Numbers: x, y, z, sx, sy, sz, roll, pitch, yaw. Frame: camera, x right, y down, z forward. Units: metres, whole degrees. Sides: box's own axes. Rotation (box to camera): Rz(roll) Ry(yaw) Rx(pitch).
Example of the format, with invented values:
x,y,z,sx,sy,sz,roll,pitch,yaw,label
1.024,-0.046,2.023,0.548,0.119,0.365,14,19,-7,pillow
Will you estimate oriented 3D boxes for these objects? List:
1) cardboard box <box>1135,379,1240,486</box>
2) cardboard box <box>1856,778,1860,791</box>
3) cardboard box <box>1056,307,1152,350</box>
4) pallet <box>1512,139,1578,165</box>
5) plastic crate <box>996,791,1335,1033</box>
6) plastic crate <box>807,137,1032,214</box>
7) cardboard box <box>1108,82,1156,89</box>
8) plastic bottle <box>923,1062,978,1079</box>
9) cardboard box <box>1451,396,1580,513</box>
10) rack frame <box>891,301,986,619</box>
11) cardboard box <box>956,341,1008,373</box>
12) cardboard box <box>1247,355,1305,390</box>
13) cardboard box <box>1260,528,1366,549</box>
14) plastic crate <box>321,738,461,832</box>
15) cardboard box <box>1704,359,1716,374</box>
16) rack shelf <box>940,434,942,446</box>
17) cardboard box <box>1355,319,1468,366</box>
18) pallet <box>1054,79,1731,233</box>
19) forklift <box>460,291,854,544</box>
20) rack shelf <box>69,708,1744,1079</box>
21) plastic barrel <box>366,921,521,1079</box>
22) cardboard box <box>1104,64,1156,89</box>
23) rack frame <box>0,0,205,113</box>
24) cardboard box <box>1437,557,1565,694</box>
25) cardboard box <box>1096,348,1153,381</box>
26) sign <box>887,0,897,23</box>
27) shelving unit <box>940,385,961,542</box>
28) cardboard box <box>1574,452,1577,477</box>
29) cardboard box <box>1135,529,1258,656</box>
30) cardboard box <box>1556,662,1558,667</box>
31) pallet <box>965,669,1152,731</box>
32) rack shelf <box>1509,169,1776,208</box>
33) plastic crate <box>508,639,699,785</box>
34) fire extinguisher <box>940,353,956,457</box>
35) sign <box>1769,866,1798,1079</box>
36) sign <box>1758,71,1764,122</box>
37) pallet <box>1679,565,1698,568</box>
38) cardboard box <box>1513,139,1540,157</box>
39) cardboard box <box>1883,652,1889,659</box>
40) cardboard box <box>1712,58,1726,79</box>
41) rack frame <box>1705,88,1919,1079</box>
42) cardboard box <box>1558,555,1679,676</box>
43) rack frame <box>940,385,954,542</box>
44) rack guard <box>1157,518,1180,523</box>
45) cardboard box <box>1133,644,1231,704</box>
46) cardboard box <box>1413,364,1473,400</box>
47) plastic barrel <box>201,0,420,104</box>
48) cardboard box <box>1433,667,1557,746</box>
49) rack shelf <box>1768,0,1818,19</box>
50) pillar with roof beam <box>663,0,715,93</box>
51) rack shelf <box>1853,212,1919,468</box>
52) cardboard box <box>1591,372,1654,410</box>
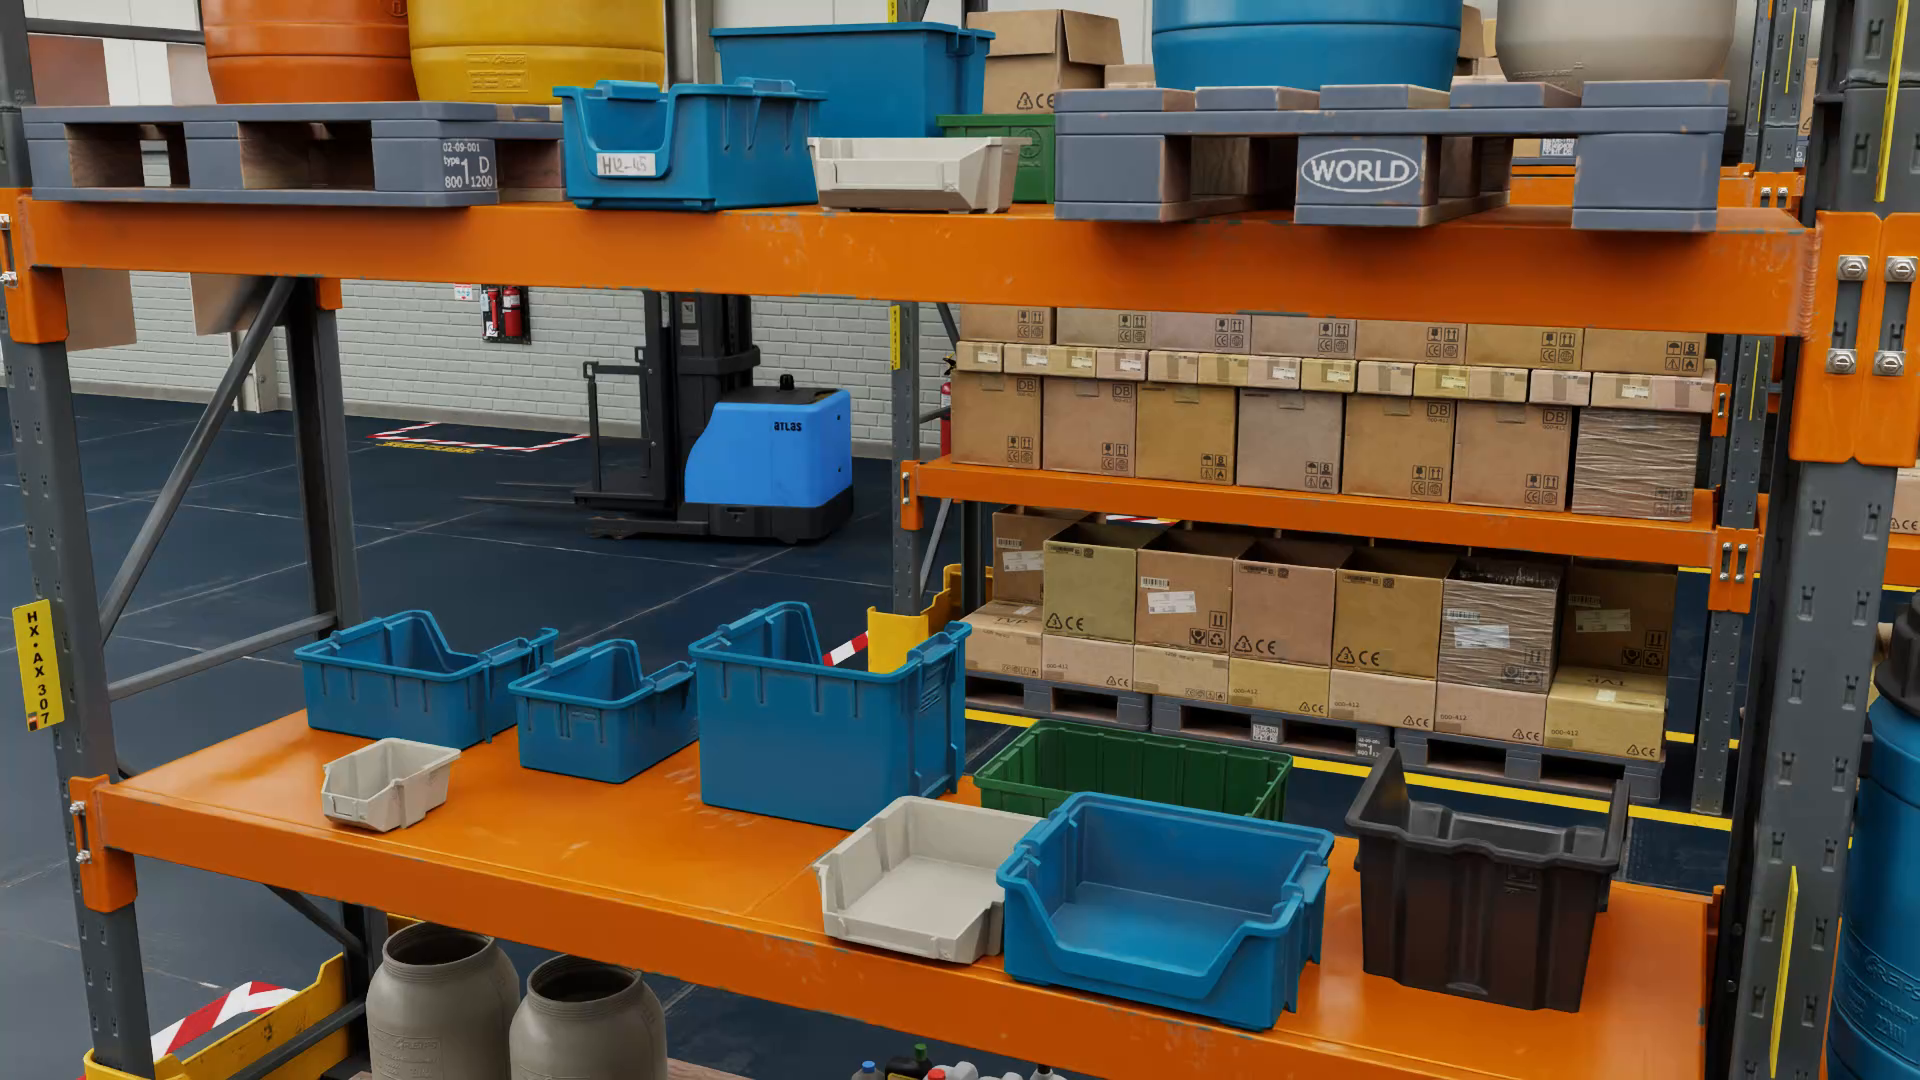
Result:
x,y,z,sx,sy,sz,roll,pitch,yaw,label
1.252,-0.603,8.540,0.500,0.500,0.700,6,14,24,cardboard box
3.822,0.898,7.460,0.500,0.250,0.500,5,14,22,cardboard box
0.850,-1.277,8.572,0.500,0.500,0.700,5,14,22,cardboard box
2.764,-1.816,7.554,1.213,0.211,1.003,6,14,23,pallet
0.422,0.736,3.377,0.616,0.251,0.499,6,14,23,plastic crate
-0.087,-0.687,3.126,0.396,0.136,0.243,6,14,23,plastic crate
0.901,-2.160,8.152,0.250,0.149,0.380,6,14,23,cardboard box
-0.037,1.558,4.546,0.135,0.276,0.152,6,14,24,plastic bottle
2.661,-0.461,7.933,0.500,0.500,0.700,6,14,23,cardboard box
-0.103,-0.695,9.151,0.127,3.000,1.000,6,14,23,rack frame
0.168,-0.978,8.719,0.250,0.149,0.380,6,14,23,cardboard box
1.573,-0.836,8.112,0.250,0.149,0.380,6,14,24,cardboard box
1.885,0.198,8.805,0.500,0.500,0.500,6,14,23,cardboard box
-1.425,0.618,4.134,0.250,0.136,0.298,6,14,23,plastic crate
3.387,-0.755,7.766,0.250,0.149,0.380,6,14,23,cardboard box
-0.013,-0.776,12.579,0.180,0.103,0.258,6,14,23,rack shelf
2.226,-1.138,7.979,0.500,0.500,0.700,6,14,23,cardboard box
0.845,-0.705,3.042,1.003,0.211,1.213,6,14,23,pallet
-2.422,-1.547,12.930,3.031,2.935,1.130,3,13,12,forklift
-0.284,0.875,4.037,4.000,0.370,1.077,6,14,23,rack shelf
-1.480,1.391,4.788,0.421,0.512,0.421,0,13,0,plastic barrel
1.056,-2.303,8.542,0.500,0.250,0.500,6,14,23,cardboard box
-2.113,-2.581,4.058,0.127,3.000,1.000,6,14,23,rack frame
2.589,0.398,7.950,0.500,0.500,0.500,6,14,23,cardboard box
0.868,-0.907,8.416,0.250,0.149,0.380,6,14,22,cardboard box
-0.333,-2.504,8.207,0.005,0.325,0.100,6,14,23,sign
-0.013,-0.585,12.623,0.189,1.200,0.258,6,14,23,shelving unit
4.592,-0.445,12.593,0.500,0.500,0.500,5,14,19,cardboard box
1.217,0.260,8.540,0.500,0.500,0.500,6,14,23,cardboard box
2.798,0.656,8.494,0.500,0.250,0.500,6,14,23,cardboard box
0.613,0.724,9.205,1.213,0.211,1.003,6,14,23,pallet
1.725,-1.620,8.101,4.000,0.370,1.077,6,14,23,rack shelf
-0.943,0.457,4.568,0.408,0.251,0.499,6,14,23,plastic crate
-0.023,-0.765,9.620,0.183,0.674,0.296,6,14,23,fire extinguisher
1.311,0.688,2.649,0.005,0.325,0.100,6,14,23,sign
5.344,-2.958,11.096,0.005,0.325,0.100,6,14,23,sign
4.929,-0.057,12.536,1.213,0.211,1.003,6,14,23,pallet
4.016,-2.967,12.002,0.500,0.500,0.500,5,14,21,cardboard box
4.287,0.674,7.189,0.500,0.311,0.500,6,14,23,cardboard box
3.200,-2.208,7.589,0.500,0.500,0.500,7,15,28,cardboard box
1.544,0.709,3.166,0.127,3.000,1.000,6,14,23,rack frame
3.257,0.336,8.215,0.500,0.500,0.500,6,14,23,cardboard box
-0.097,-0.594,12.660,0.006,1.200,0.240,6,14,23,rack frame
1.969,-0.506,13.817,0.348,0.500,1.175,6,14,23,rack guard
1.213,0.627,8.616,0.500,0.250,0.500,6,14,23,cardboard box
2.289,-0.764,7.807,0.250,0.149,0.380,6,14,23,cardboard box
-1.617,-1.516,4.225,0.708,0.830,0.600,6,14,23,plastic barrel
2.588,0.764,8.034,0.500,0.250,0.500,6,14,23,cardboard box
7.386,-3.551,10.638,4.000,0.370,1.077,6,14,23,rack shelf
-4.339,-4.423,11.904,0.400,9.000,9.100,6,14,23,pillar with roof beam
3.373,-0.216,2.117,4.000,0.370,1.077,6,14,23,rack shelf
2.993,-0.693,7.504,0.250,0.149,0.380,5,14,22,cardboard box
